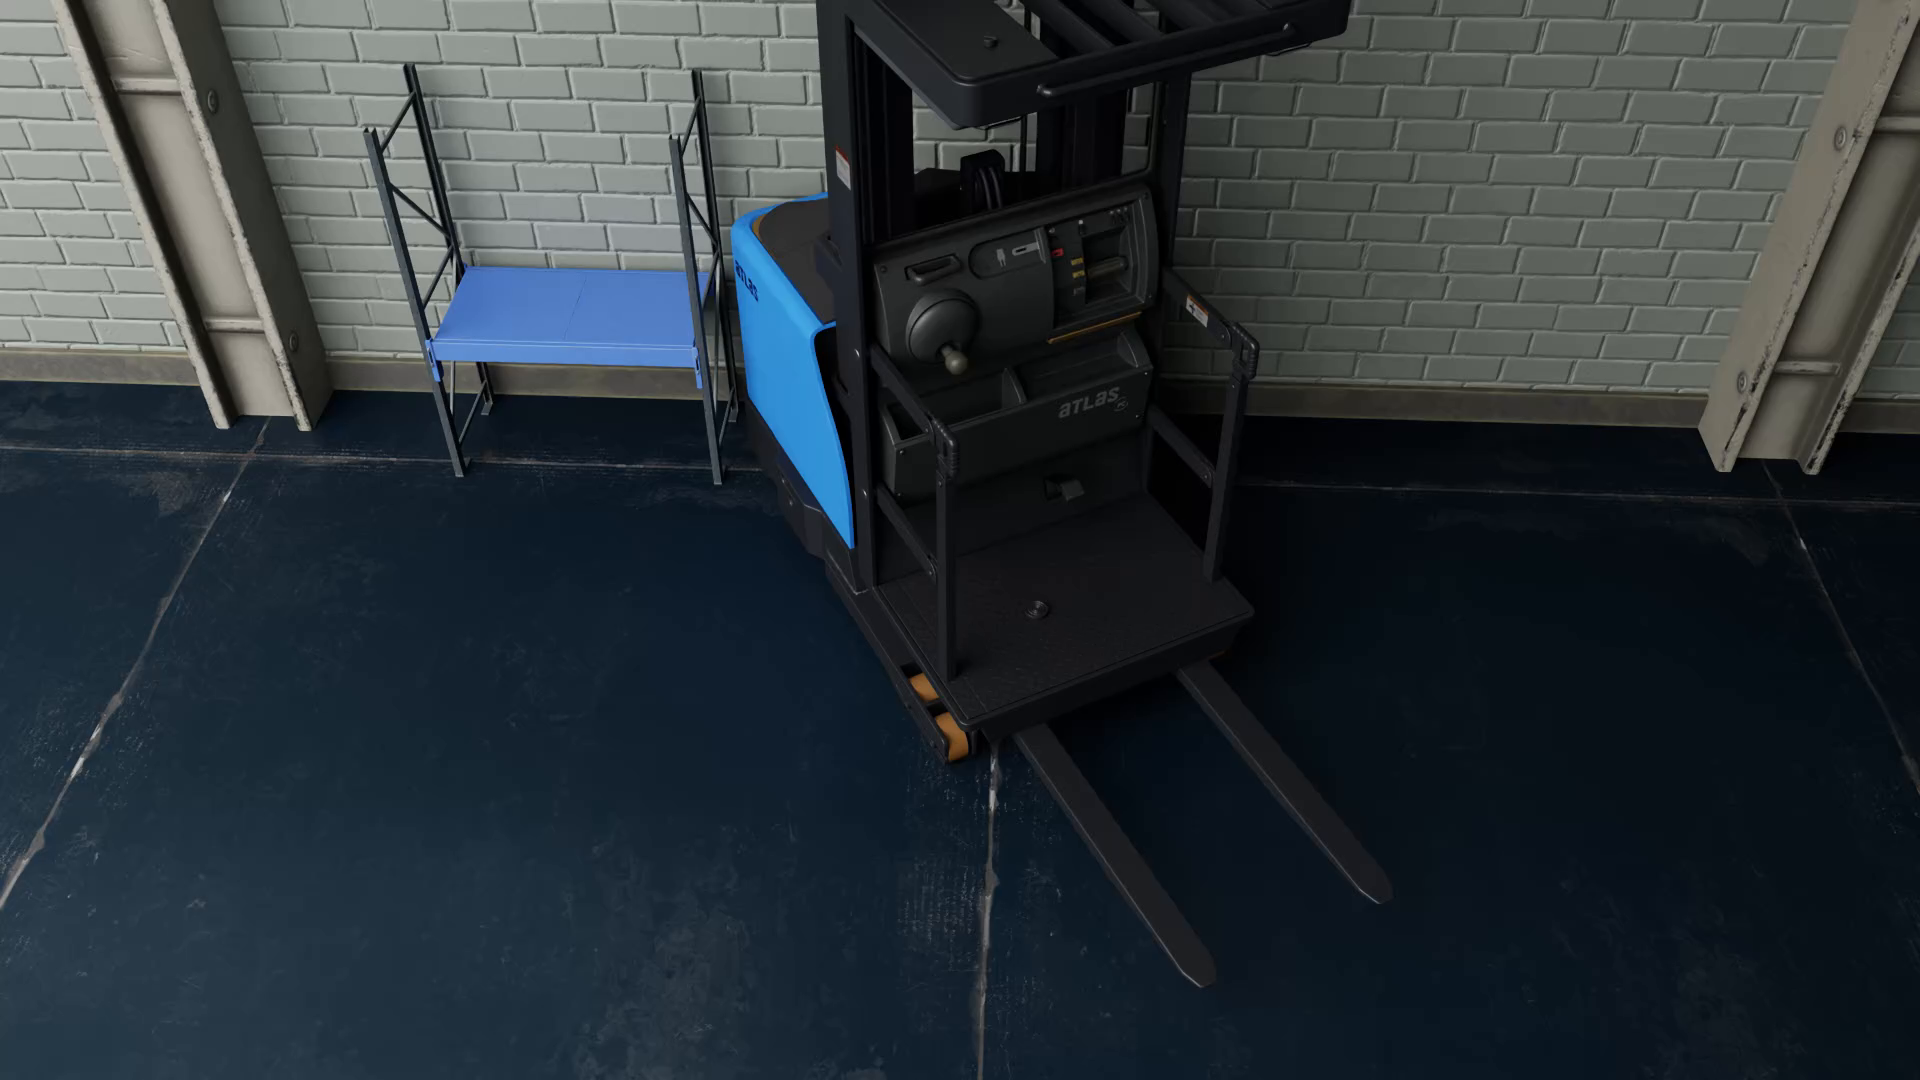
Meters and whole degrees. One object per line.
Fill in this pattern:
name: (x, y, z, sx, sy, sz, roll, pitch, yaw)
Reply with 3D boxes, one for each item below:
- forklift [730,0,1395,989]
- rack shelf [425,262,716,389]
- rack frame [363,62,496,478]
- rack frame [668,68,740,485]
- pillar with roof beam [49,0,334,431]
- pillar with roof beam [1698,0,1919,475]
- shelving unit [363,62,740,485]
forklift: (0.281, -0.694, 4.844, 1.130, 2.935, 3.031, -19, 46, -19)
rack shelf: (-1.440, -0.817, 6.291, 1.000, 0.185, 0.538, 2, 43, 2)
rack frame: (-1.947, -0.964, 6.185, 0.032, 1.500, 0.500, 2, 43, 2)
rack frame: (-0.932, -0.933, 6.151, 0.032, 1.500, 0.500, 2, 43, 2)
pillar with roof beam: (-3.004, -0.914, 0.629, 0.400, 9.000, 9.100, 2, 43, 2)
pillar with roof beam: (2.990, -0.729, 0.431, 0.400, 9.000, 9.100, 2, 43, 2)
shelving unit: (-1.440, -0.949, 6.168, 1.048, 1.500, 0.538, 2, 43, 2)
